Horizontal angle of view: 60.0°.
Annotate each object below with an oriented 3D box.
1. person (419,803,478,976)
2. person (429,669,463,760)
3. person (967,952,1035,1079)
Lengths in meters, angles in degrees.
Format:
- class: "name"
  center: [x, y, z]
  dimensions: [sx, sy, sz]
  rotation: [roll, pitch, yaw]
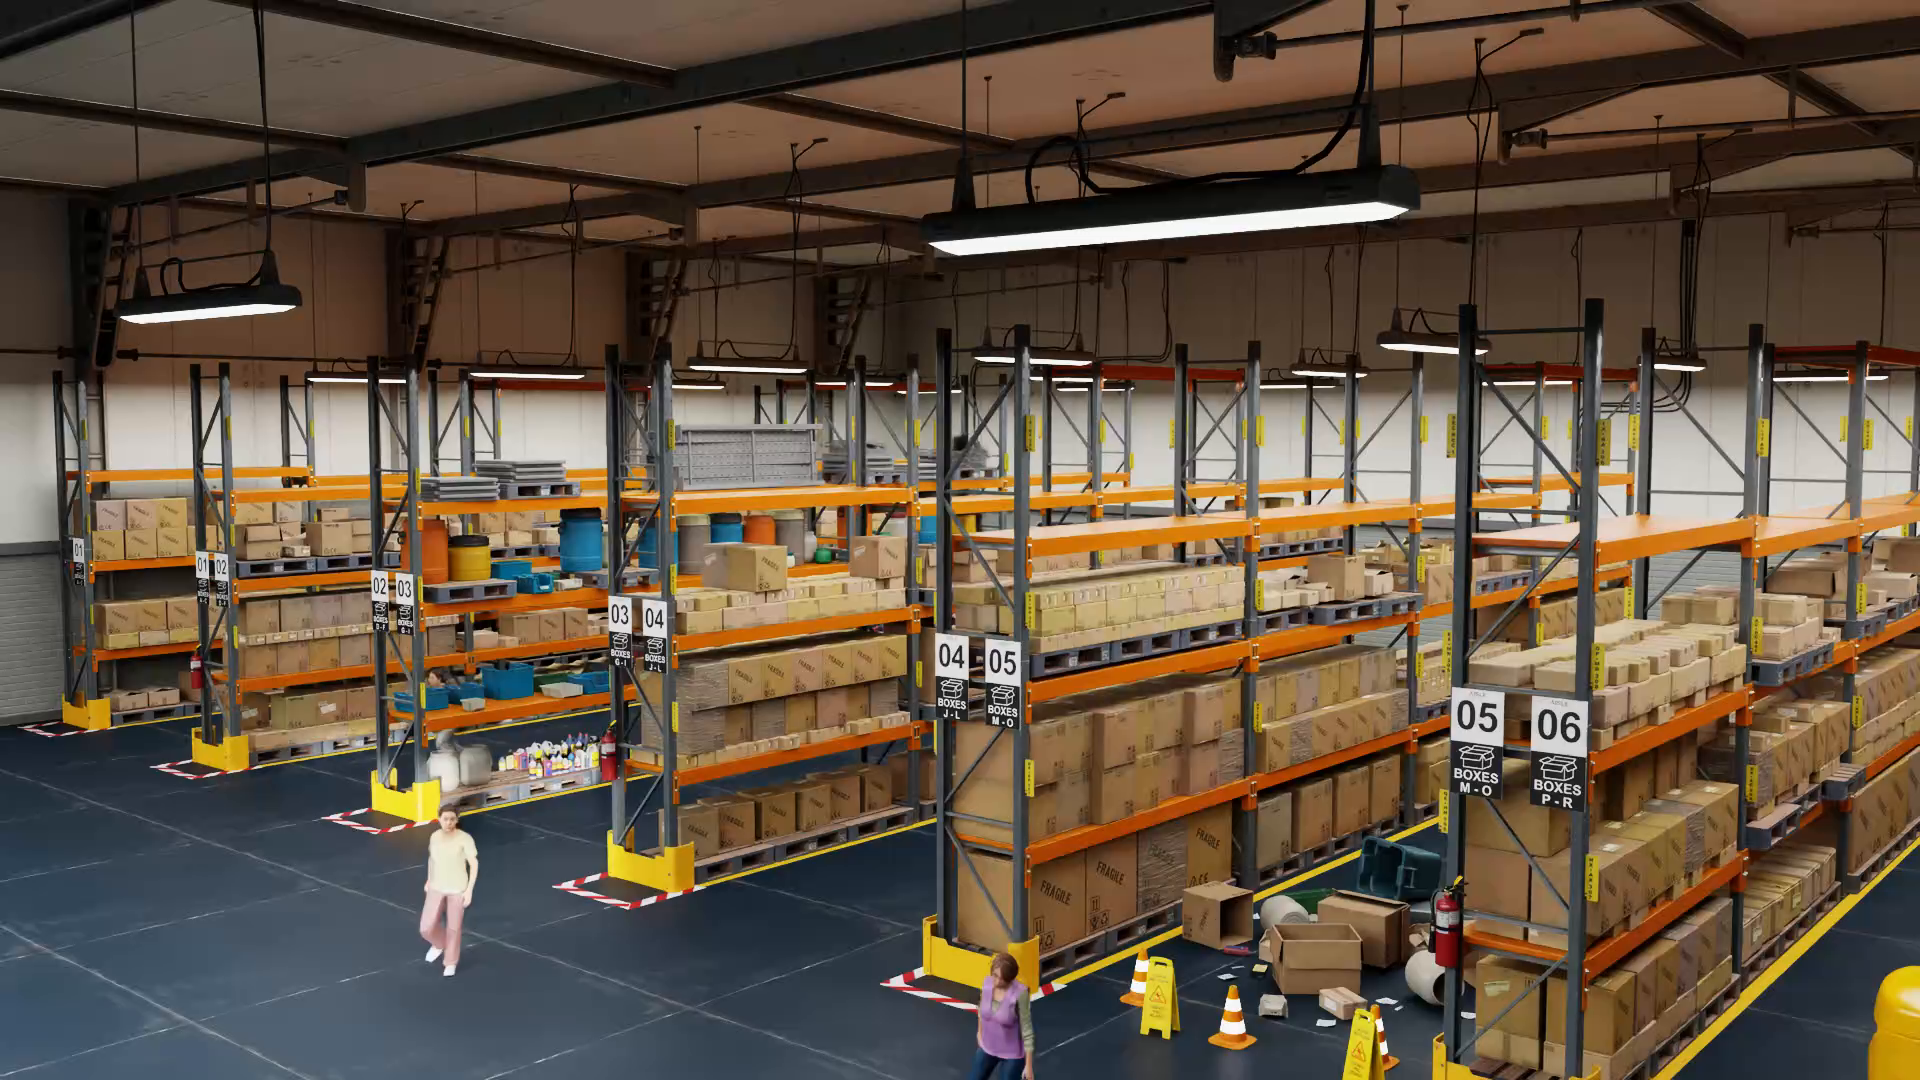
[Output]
- class: "person"
  center: [-4.722, 3.234, 15.415]
  dimensions: [0.577, 1.641, 0.515]
  rotation: [0, 4, 2]
- class: "person"
  center: [-7.399, 2.636, 23.959]
  dimensions: [0.562, 1.590, 0.924]
  rotation: [2, 5, 29]
- class: "person"
  center: [0.305, 3.559, 11.633]
  dimensions: [0.667, 1.521, 0.607]
  rotation: [2, 5, 31]
